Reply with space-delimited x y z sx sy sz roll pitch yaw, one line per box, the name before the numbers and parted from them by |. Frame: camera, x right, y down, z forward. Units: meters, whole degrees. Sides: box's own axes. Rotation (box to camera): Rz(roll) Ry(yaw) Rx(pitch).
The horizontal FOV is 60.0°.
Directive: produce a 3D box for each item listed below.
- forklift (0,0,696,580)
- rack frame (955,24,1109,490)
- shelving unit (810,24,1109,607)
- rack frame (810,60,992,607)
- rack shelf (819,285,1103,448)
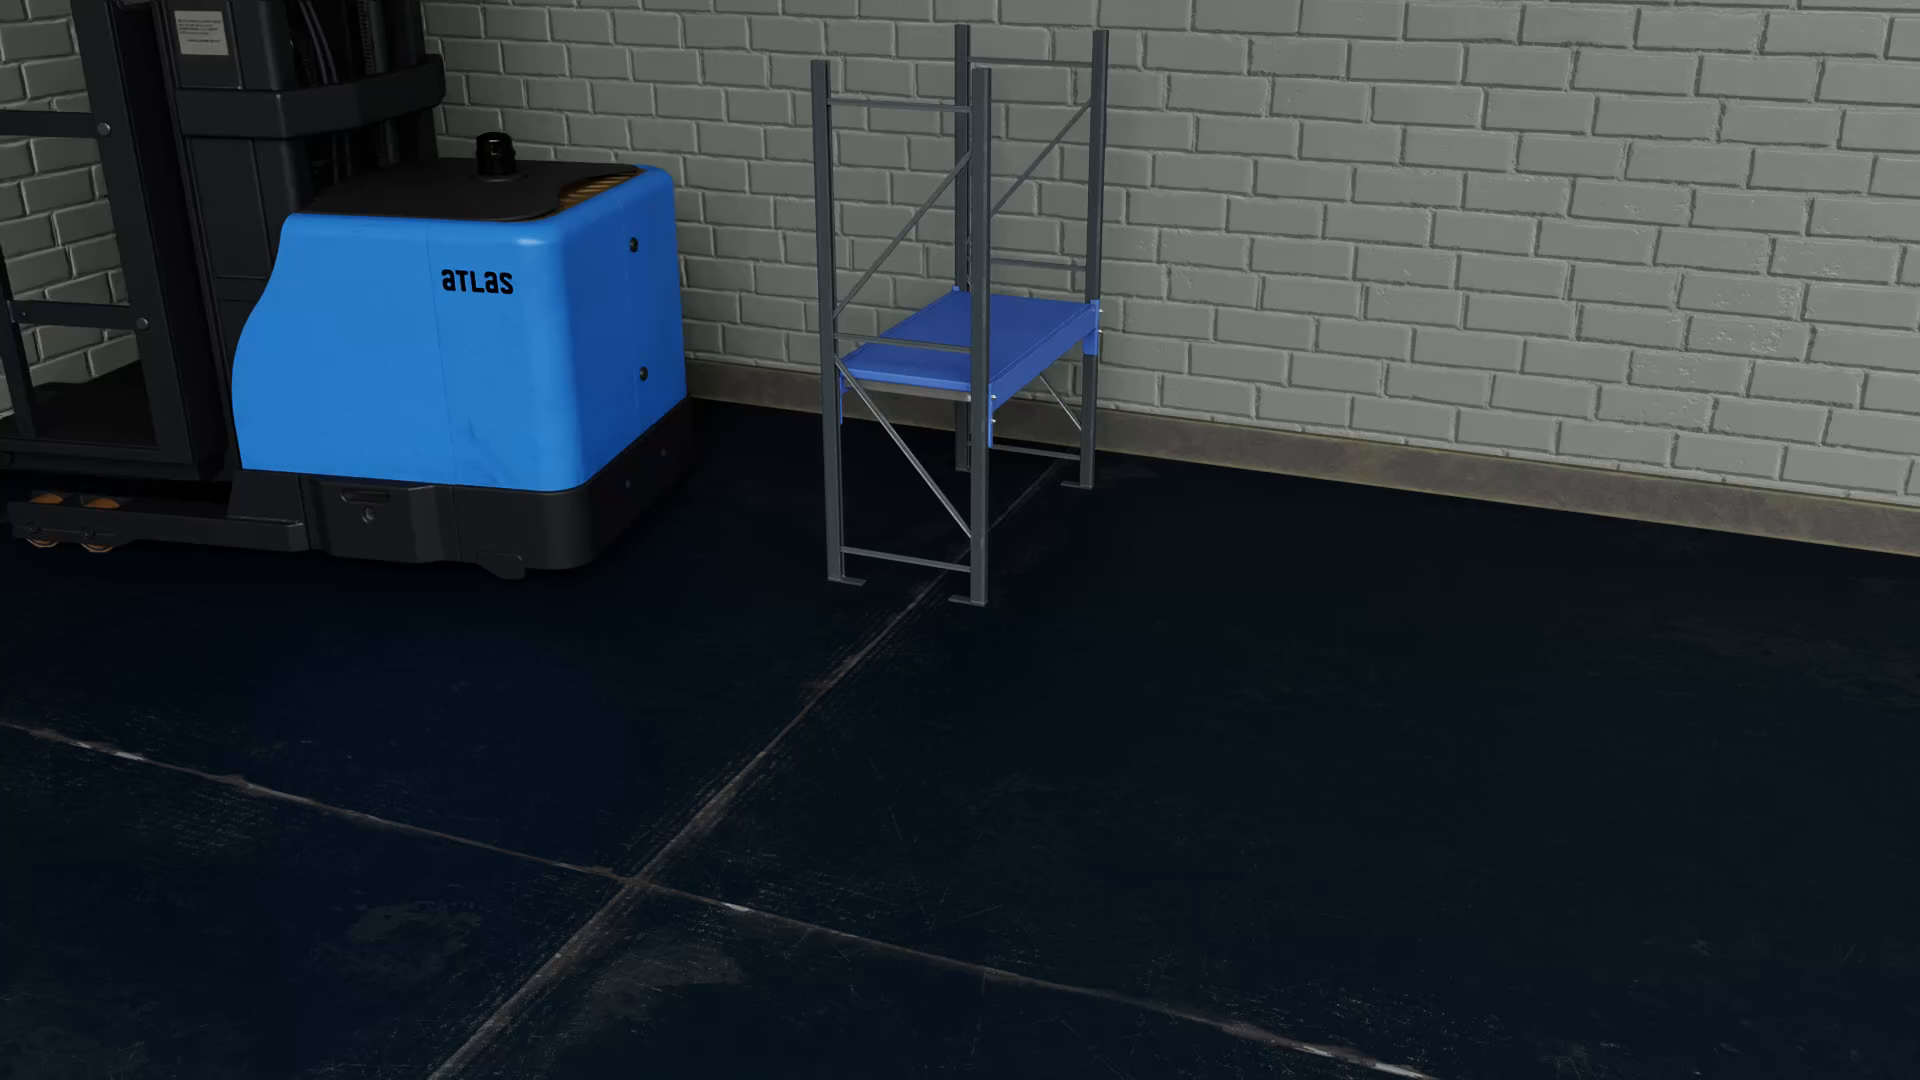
forklift | -2.477 -1.506 5.052 3.031 2.935 1.130 5 23 11
rack frame | 0.221 -0.904 5.470 0.500 1.500 0.032 9 24 20
shelving unit | 0.032 -0.723 5.034 0.538 1.500 1.048 9 24 20
rack frame | -0.157 -0.541 4.598 0.500 1.500 0.032 9 24 20
rack shelf | 0.032 -0.557 5.103 0.538 0.185 1.000 9 24 20
